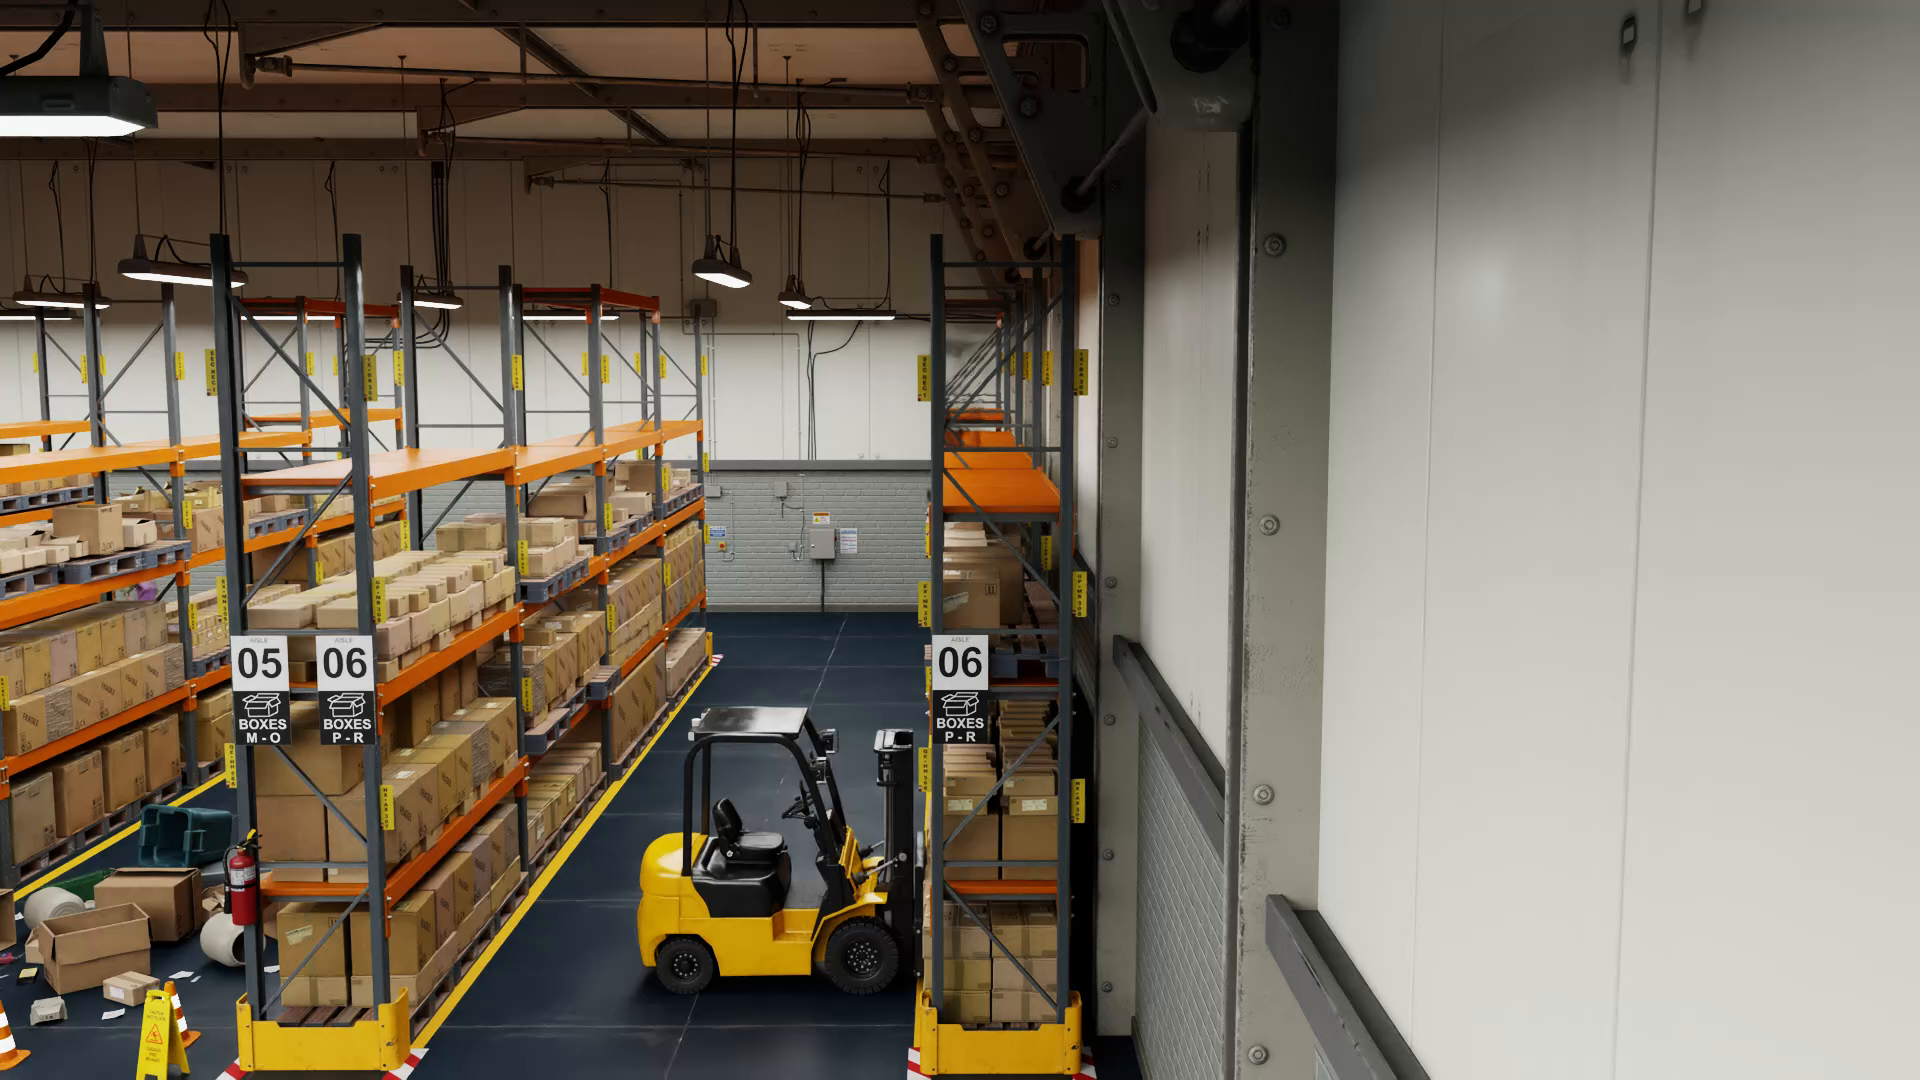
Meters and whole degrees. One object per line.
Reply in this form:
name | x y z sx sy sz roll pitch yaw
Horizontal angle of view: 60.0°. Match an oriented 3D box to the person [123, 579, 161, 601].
person | -14.083 1.216 28.733 0.692 1.639 0.569 3 7 22
